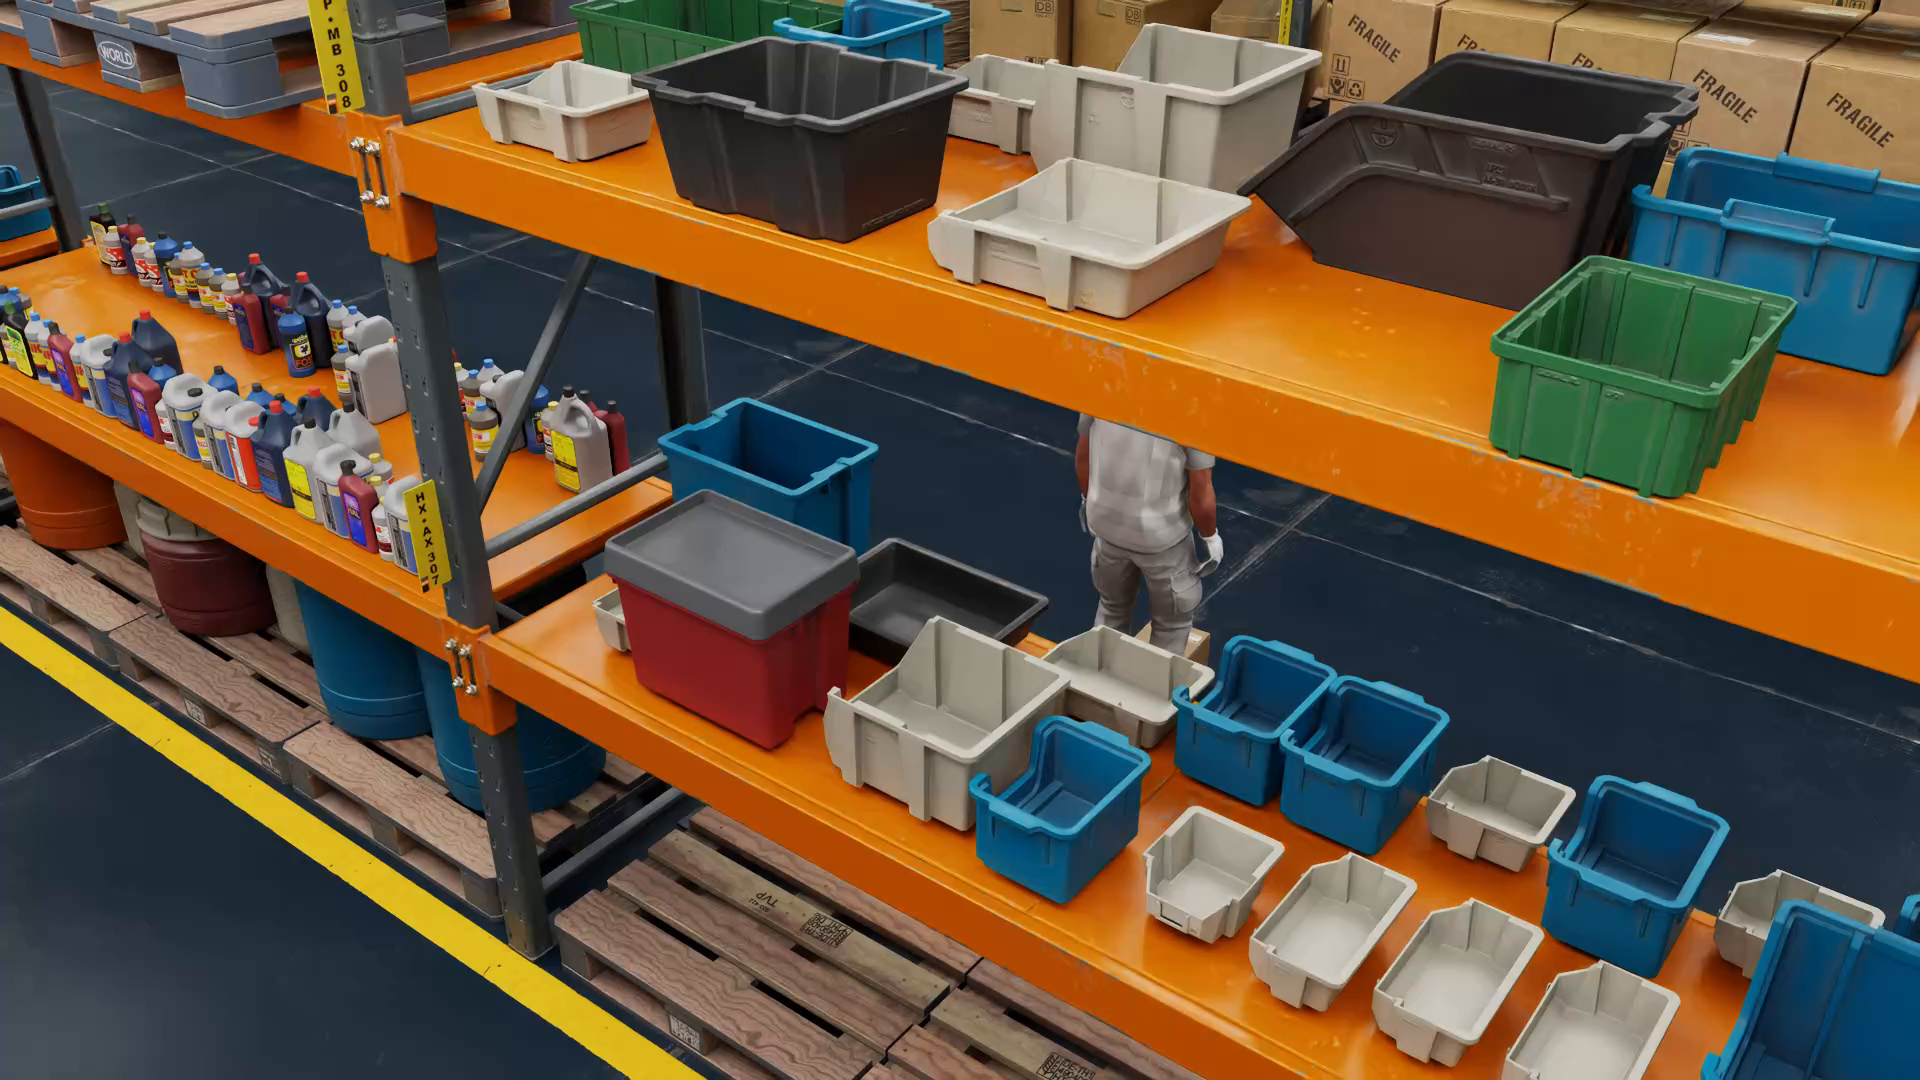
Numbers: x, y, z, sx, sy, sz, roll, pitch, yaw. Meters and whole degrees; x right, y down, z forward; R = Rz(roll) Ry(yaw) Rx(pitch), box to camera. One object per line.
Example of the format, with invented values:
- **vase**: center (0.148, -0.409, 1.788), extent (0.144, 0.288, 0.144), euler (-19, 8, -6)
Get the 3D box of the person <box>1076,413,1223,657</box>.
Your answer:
- **person**: center (0.706, -0.062, 6.222), extent (0.609, 1.779, 0.454), euler (21, 36, 31)
